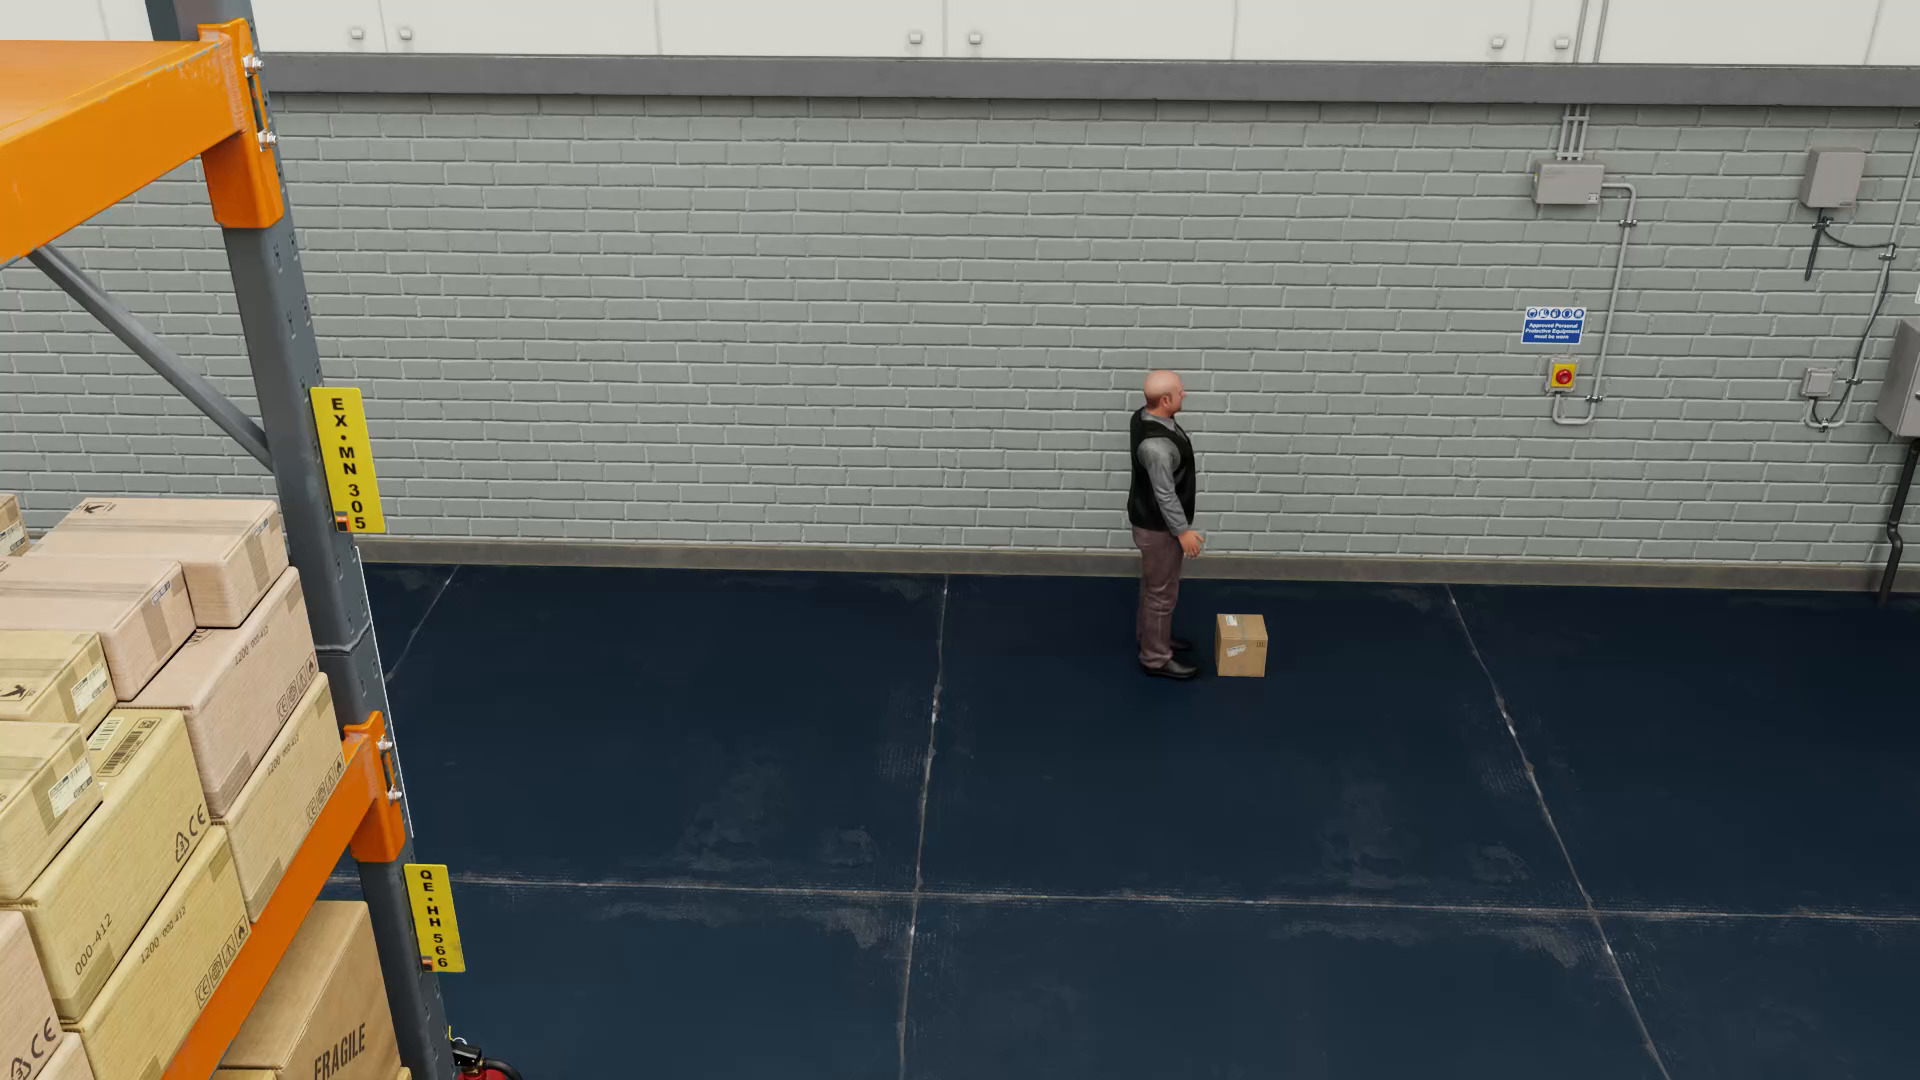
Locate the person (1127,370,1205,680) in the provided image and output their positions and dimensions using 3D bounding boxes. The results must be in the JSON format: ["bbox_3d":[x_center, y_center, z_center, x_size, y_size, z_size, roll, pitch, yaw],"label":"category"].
[{"bbox_3d":[1.097,-0.085,8.810,0.430,1.740,0.545,1,28,3],"label":"person"}]
